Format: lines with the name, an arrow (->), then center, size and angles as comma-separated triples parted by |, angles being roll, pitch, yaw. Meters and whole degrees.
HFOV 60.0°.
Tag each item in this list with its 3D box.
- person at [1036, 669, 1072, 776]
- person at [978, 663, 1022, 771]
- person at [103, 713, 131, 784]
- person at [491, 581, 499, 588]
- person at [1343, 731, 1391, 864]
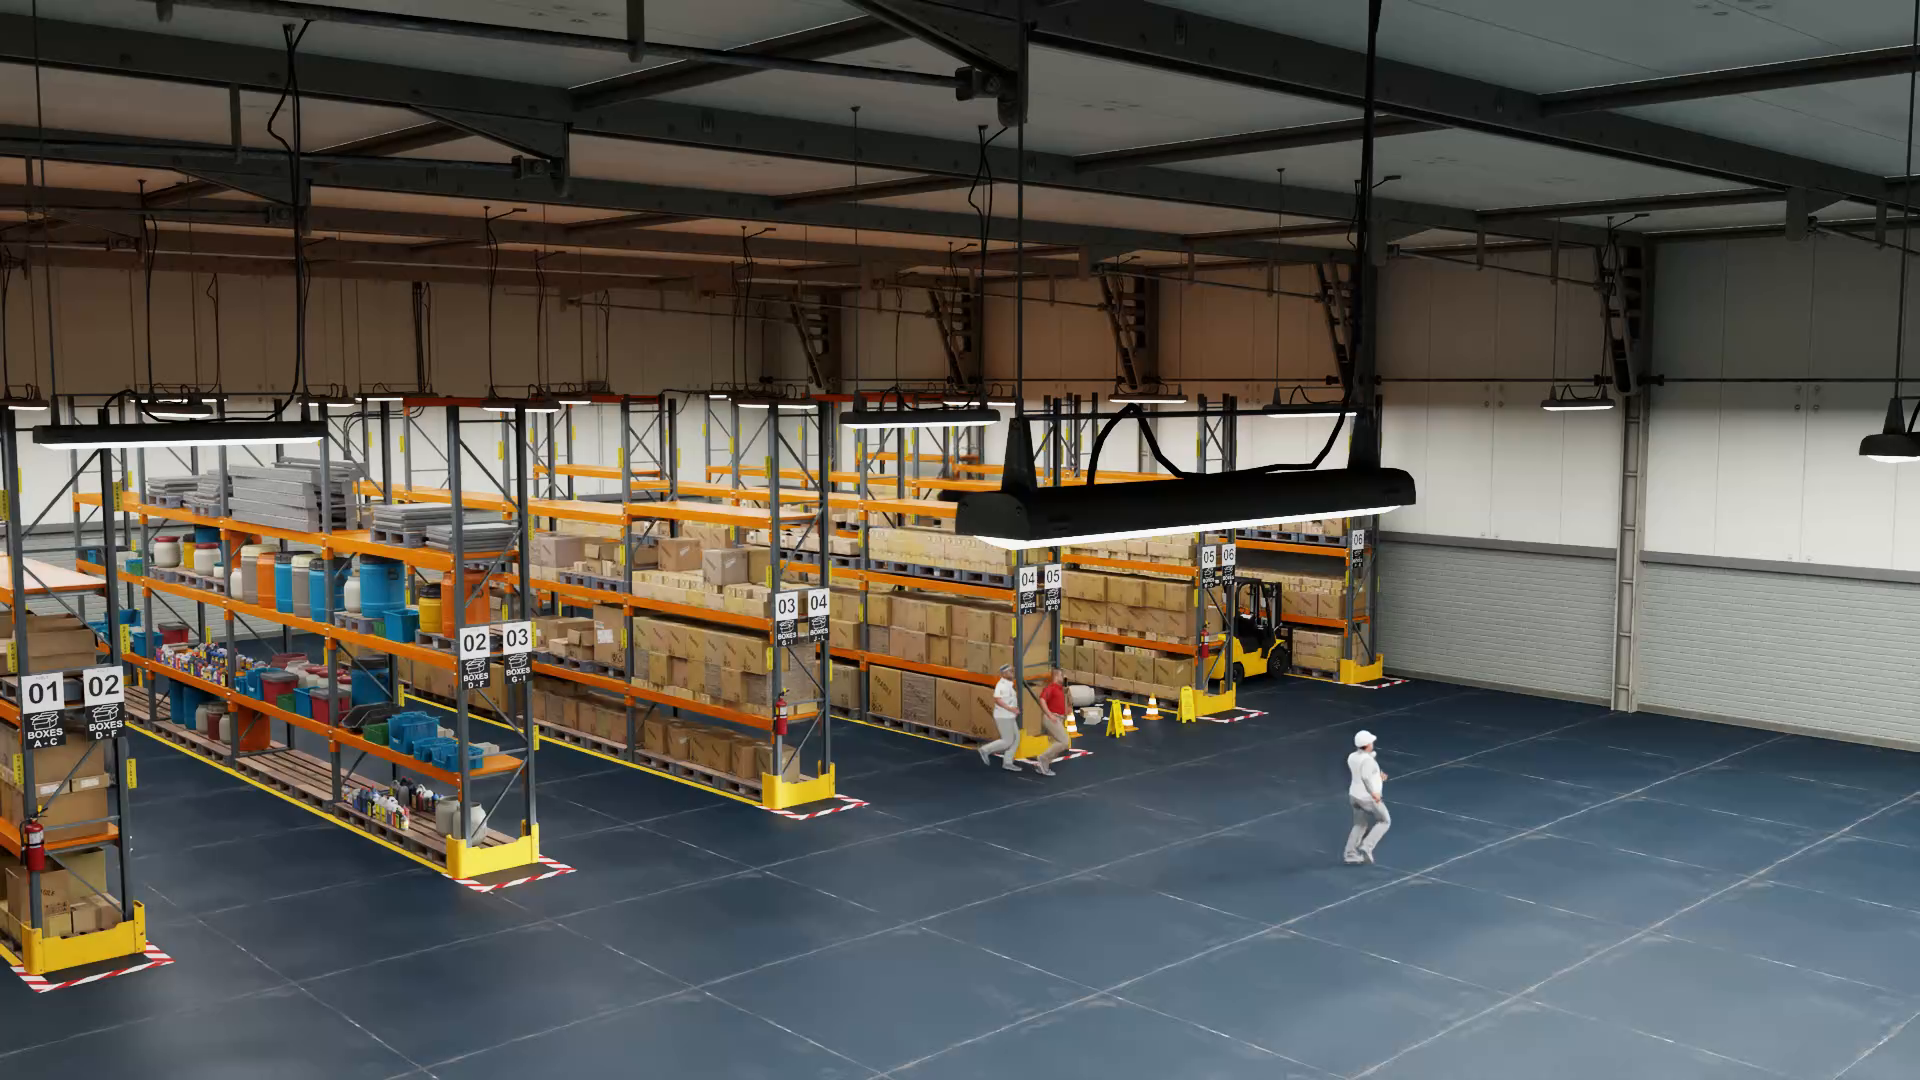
person -> 1.525, 2.924, 26.786 | 0.557, 1.672, 0.685 | 1, 6, 11
person -> 0.676, 2.861, 27.054 | 0.701, 1.760, 0.682 | 1, 6, 10
person -> -13.125, 3.008, 25.769 | 0.667, 1.728, 0.558 | 4, 7, 37
person -> -10.939, 1.762, 38.887 | 0.601, 1.640, 0.767 | 0, 6, 3
person -> 5.330, 3.352, 21.710 | 0.663, 1.742, 0.634 | -2, 6, -24
